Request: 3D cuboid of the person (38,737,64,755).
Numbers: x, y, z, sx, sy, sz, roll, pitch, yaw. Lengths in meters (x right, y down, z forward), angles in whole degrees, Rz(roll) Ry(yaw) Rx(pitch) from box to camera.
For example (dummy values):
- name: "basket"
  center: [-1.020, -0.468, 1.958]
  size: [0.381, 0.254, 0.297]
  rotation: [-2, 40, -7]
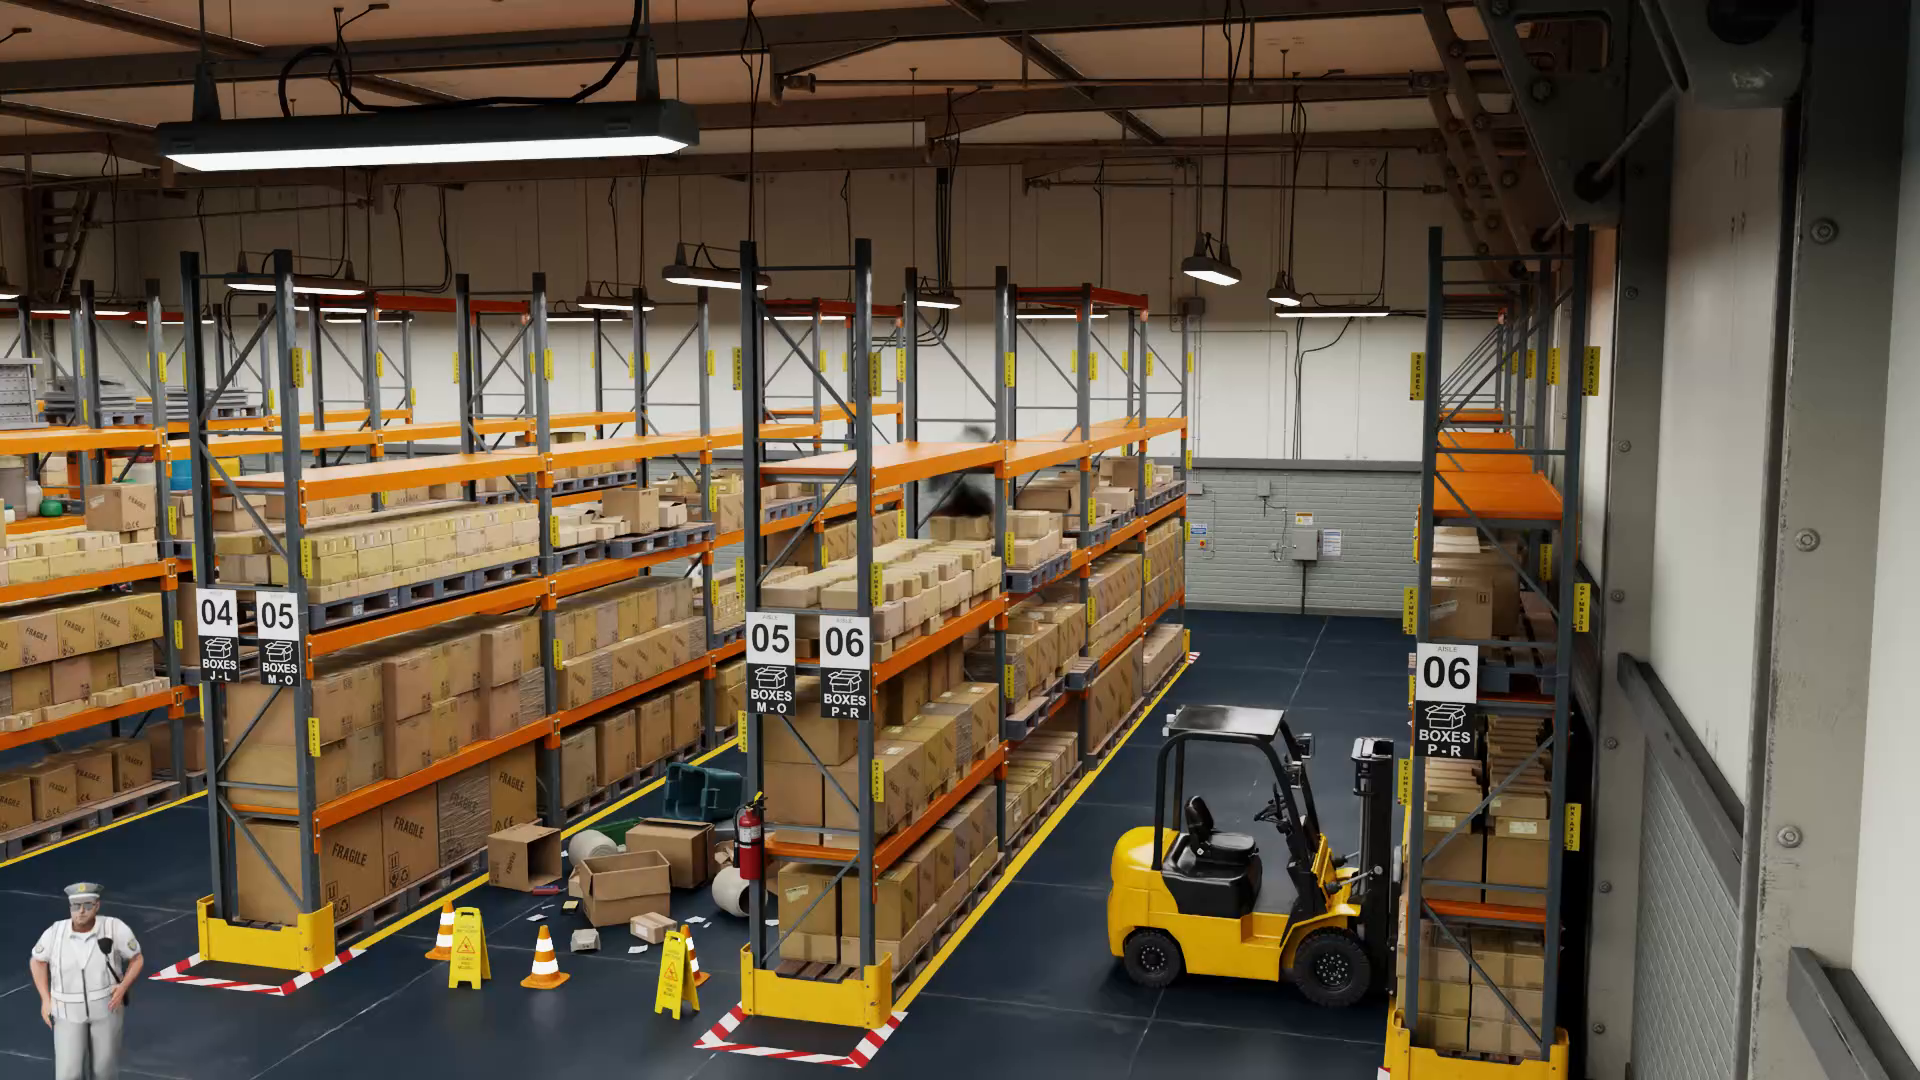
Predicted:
- name: "person"
  center: [-11.295, 2.093, 20.457]
  size: [0.508, 1.558, 0.586]
  rotation: [1, 6, 9]

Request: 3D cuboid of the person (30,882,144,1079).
- name: "person"
  center: [-5.694, 3.083, 10.880]
  size: [0.668, 1.749, 0.605]
  rotation: [-3, 7, -27]

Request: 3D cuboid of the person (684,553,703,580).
- name: "person"
  center: [-4.721, 1.028, 29.922]
  size: [0.601, 1.632, 0.772]
  rotation: [2, 7, 15]
